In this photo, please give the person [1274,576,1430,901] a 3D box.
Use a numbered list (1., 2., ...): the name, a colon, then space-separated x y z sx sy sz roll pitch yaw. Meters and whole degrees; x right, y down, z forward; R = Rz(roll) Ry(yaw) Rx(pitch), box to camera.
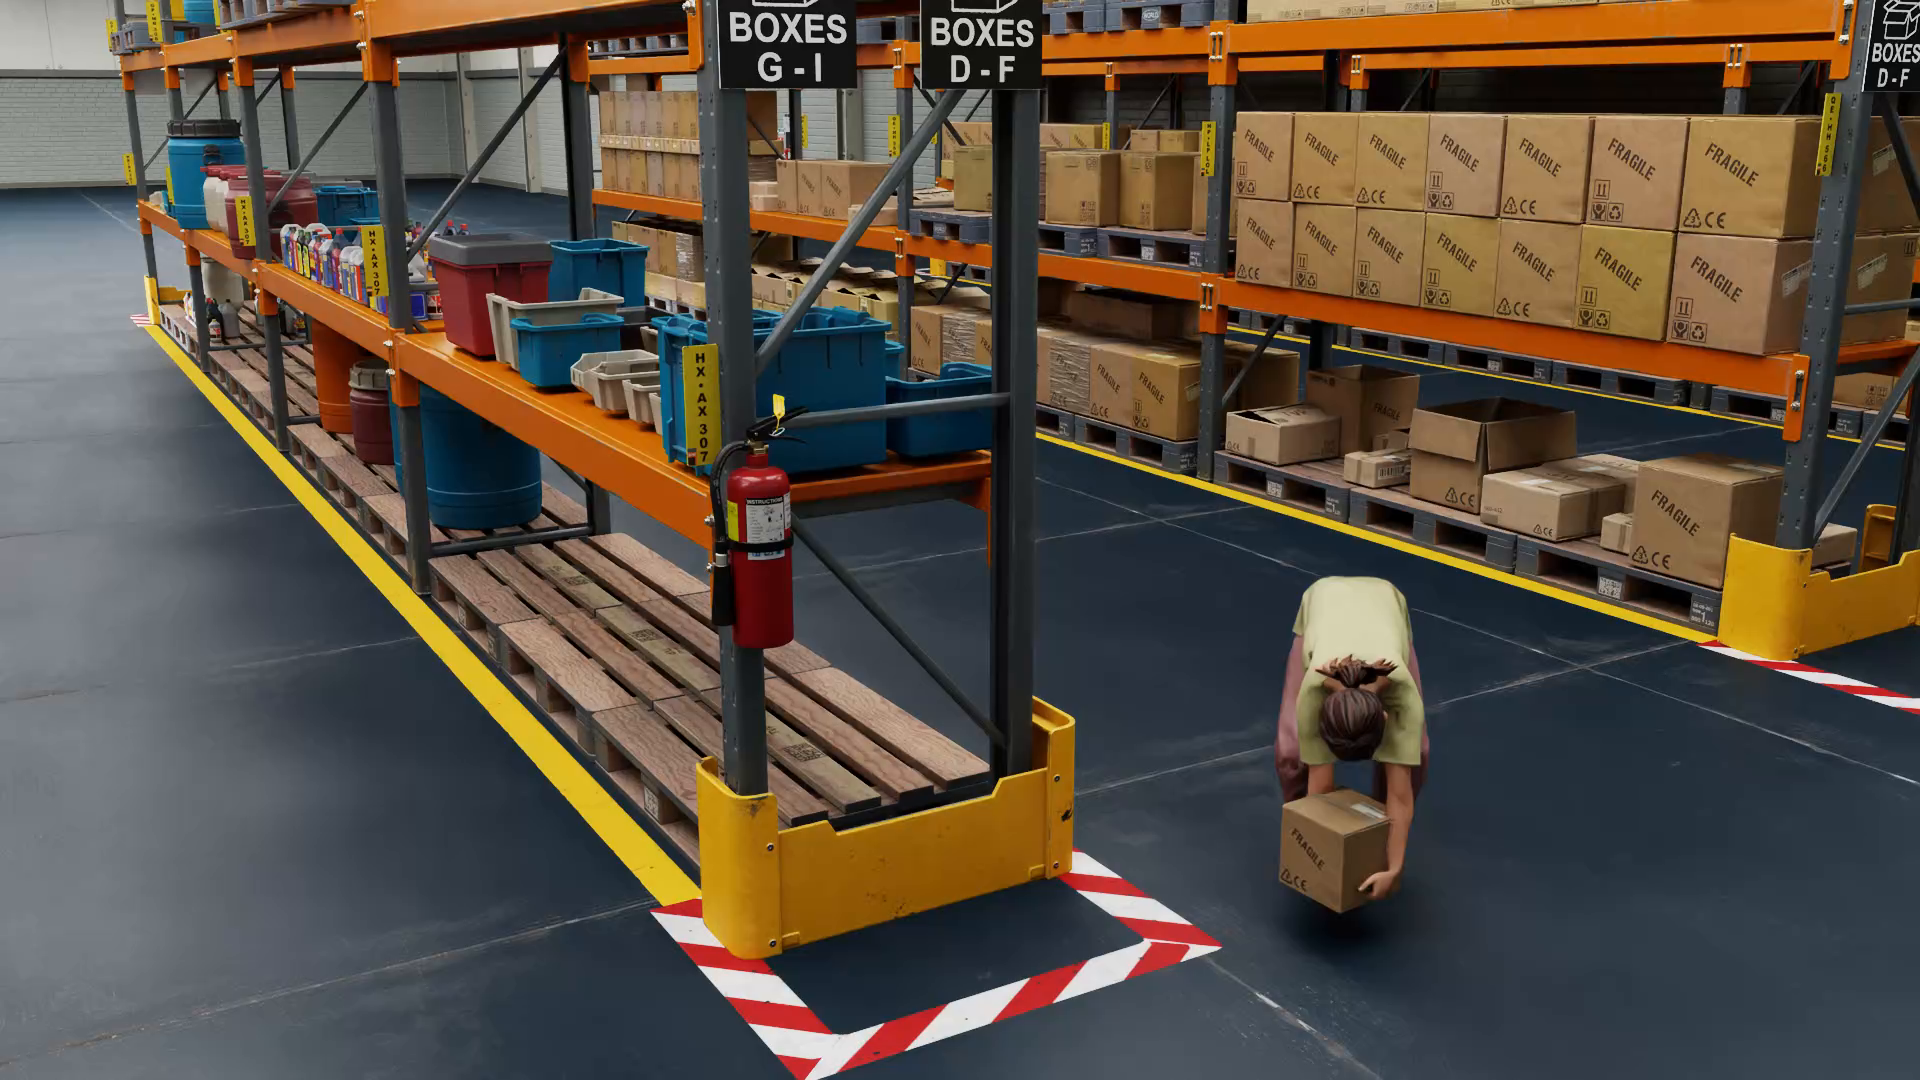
1. person: 1.188 0.636 5.042 0.461 0.948 0.854 3 15 11
